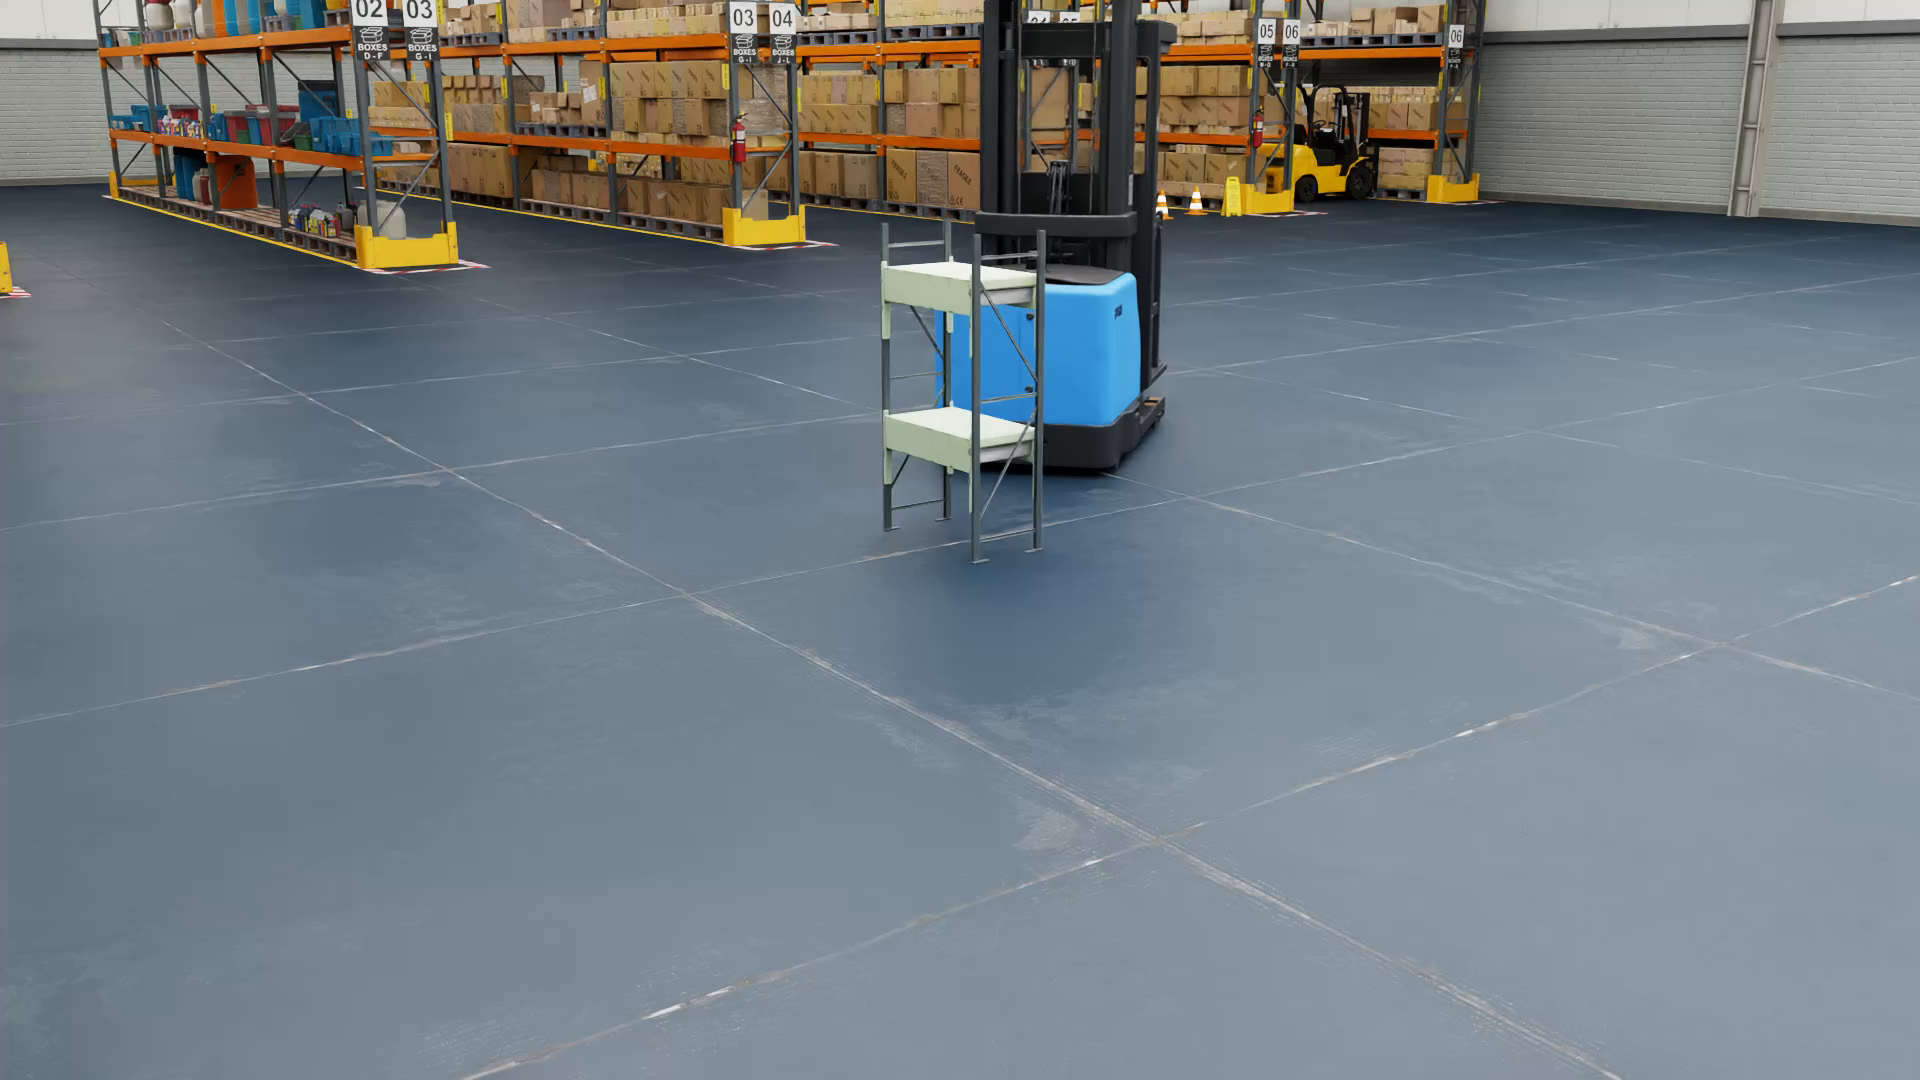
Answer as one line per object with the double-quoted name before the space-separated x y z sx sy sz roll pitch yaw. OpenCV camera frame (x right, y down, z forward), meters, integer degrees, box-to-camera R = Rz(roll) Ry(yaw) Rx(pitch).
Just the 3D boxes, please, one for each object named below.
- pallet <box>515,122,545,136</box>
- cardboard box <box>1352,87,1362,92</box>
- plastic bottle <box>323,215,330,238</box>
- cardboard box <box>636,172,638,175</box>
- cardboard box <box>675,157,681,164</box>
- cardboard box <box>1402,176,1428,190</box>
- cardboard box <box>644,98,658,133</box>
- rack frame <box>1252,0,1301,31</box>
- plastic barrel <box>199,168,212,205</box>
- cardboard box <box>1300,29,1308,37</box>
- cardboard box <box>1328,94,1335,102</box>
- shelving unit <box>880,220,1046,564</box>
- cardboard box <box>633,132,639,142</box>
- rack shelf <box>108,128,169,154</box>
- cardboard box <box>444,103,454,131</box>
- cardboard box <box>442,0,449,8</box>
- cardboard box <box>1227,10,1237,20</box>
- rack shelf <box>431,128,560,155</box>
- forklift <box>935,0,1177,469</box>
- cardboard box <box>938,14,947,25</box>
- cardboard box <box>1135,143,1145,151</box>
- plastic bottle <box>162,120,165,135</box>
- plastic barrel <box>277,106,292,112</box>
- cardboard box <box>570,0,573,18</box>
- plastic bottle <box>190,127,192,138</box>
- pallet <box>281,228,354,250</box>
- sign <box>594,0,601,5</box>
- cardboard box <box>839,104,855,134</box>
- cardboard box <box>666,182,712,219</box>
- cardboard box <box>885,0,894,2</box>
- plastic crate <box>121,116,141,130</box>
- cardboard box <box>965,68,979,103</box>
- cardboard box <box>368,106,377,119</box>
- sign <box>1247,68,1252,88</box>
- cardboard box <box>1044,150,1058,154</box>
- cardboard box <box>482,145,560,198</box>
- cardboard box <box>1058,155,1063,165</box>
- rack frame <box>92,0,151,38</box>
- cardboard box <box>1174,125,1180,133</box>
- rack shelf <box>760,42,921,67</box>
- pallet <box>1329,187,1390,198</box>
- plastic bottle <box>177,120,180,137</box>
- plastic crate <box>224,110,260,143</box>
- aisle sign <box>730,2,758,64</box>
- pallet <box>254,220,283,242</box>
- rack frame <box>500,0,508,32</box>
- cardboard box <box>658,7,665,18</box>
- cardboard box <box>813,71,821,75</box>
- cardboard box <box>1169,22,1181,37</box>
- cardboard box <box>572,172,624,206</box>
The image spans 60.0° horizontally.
"pallet" -6.883 -7.069 28.586 1.213 0.211 1.003 -11 19 -35
"cardboard box" 7.923 -8.830 32.674 0.380 0.149 0.250 -11 19 -34
"plastic bottle" -8.208 -4.069 21.571 0.061 0.283 0.133 -10 18 -33
"cardboard box" -6.882 -8.045 36.394 0.380 0.149 0.250 -10 18 -33
"cardboard box" -6.088 -8.050 35.283 0.380 0.149 0.250 -10 18 -33
"cardboard box" 8.813 -6.826 31.748 0.500 0.250 0.500 -11 19 -34
"cardboard box" -4.180 -6.326 24.754 0.875 0.500 0.500 -11 19 -35
"rack frame" 5.332 -10.021 27.643 1.000 3.000 0.127 -11 19 -35
"plastic barrel" -12.360 -5.911 27.763 0.600 0.588 0.708 -11 19 -35
"cardboard box" 7.011 -10.186 33.420 0.380 0.149 0.250 -10 18 -33
"cardboard box" 7.535 -8.778 33.048 0.380 0.149 0.250 -11 19 -35
"shelving unit" 0.004 -0.722 7.873 0.431 1.500 0.755 -11 19 -35
"cardboard box" -4.692 -6.073 25.059 0.380 0.149 0.250 -11 19 -35
"rack shelf" -14.922 -7.463 31.023 1.077 0.370 4.000 -11 19 -35
"cardboard box" -9.375 -7.956 31.271 0.500 0.500 0.500 -11 19 -34
"cardboard box" -10.287 -10.461 32.338 0.500 0.250 0.500 -12 20 -38
"cardboard box" 4.774 -8.925 28.286 0.380 0.149 0.250 -10 18 -34
"rack shelf" -8.564 -7.377 30.712 1.077 0.370 4.000 -11 19 -35
"forklift" 0.723 -2.157 10.404 1.130 2.935 3.031 4 16 15
"cardboard box" -0.131 -8.313 26.575 0.380 0.149 0.250 -11 19 -34
"cardboard box" 3.437 -7.219 30.534 0.380 0.149 0.250 -10 18 -32
"plastic bottle" -13.657 -7.105 28.597 0.097 0.271 0.097 0 15 0
"plastic barrel" -9.859 -6.135 24.552 0.433 0.535 0.433 0 15 0
"cardboard box" -6.316 -8.755 27.562 0.500 0.500 0.500 -10 18 -34
"plastic bottle" -12.452 -6.634 27.007 0.097 0.201 0.097 0 15 0
"pallet" -8.681 -4.180 22.947 1.003 0.211 1.213 -11 19 -35
"sign" -5.483 -8.242 25.102 0.100 0.325 0.005 -11 19 -35
"cardboard box" -1.785 -7.418 29.306 0.500 0.500 0.500 -11 19 -35
"cardboard box" -4.062 -5.107 24.993 0.500 0.500 0.500 -13 20 -39
"cardboard box" -1.026 -9.022 27.656 0.380 0.149 0.250 -11 19 -34
"plastic crate" -15.445 -7.800 31.096 0.416 0.233 0.300 -11 19 -35
"cardboard box" 0.583 -7.260 26.589 0.875 0.550 0.550 -11 19 -35
"cardboard box" -12.028 -8.932 34.751 0.500 0.250 0.500 -11 19 -36
"sign" 4.871 -7.756 27.941 0.100 0.325 0.005 -11 19 -35
"cardboard box" 2.392 -9.320 40.385 0.500 0.500 0.500 -10 18 -32
"cardboard box" -7.777 -6.626 29.832 1.225 0.875 0.875 -12 19 -37
"cardboard box" 1.558 -6.858 30.753 0.500 0.500 0.500 -11 19 -35
"rack frame" -16.098 -11.130 31.697 1.000 3.000 0.127 -11 19 -35
"cardboard box" 4.056 -7.382 29.842 0.380 0.149 0.250 -11 19 -35
"rack shelf" -2.140 -8.718 29.929 1.077 0.370 4.000 -11 19 -35
"pallet" 8.148 -6.971 33.145 1.003 0.211 1.213 -11 19 -35
"plastic bottle" -12.998 -6.866 27.723 0.097 0.271 0.097 0 15 0
"plastic crate" -10.692 -6.167 24.805 0.402 0.464 0.583 -11 19 -35
"aisle sign" -2.890 -6.783 22.253 0.394 0.787 0.004 -11 19 -35
"pallet" -9.535 -4.491 24.085 1.003 0.211 1.213 -11 19 -35
"rack frame" -7.388 -10.191 28.264 1.000 3.000 0.127 -11 19 -35
"cardboard box" -4.118 -7.570 23.901 0.380 0.149 0.250 -10 18 -33
"cardboard box" -3.213 -10.931 39.019 0.380 0.149 0.250 -11 19 -36
"cardboard box" 3.911 -9.038 29.454 0.500 0.250 0.500 -11 19 -34
"cardboard box" -5.974 -5.808 27.518 0.700 0.500 0.500 -13 20 -39
